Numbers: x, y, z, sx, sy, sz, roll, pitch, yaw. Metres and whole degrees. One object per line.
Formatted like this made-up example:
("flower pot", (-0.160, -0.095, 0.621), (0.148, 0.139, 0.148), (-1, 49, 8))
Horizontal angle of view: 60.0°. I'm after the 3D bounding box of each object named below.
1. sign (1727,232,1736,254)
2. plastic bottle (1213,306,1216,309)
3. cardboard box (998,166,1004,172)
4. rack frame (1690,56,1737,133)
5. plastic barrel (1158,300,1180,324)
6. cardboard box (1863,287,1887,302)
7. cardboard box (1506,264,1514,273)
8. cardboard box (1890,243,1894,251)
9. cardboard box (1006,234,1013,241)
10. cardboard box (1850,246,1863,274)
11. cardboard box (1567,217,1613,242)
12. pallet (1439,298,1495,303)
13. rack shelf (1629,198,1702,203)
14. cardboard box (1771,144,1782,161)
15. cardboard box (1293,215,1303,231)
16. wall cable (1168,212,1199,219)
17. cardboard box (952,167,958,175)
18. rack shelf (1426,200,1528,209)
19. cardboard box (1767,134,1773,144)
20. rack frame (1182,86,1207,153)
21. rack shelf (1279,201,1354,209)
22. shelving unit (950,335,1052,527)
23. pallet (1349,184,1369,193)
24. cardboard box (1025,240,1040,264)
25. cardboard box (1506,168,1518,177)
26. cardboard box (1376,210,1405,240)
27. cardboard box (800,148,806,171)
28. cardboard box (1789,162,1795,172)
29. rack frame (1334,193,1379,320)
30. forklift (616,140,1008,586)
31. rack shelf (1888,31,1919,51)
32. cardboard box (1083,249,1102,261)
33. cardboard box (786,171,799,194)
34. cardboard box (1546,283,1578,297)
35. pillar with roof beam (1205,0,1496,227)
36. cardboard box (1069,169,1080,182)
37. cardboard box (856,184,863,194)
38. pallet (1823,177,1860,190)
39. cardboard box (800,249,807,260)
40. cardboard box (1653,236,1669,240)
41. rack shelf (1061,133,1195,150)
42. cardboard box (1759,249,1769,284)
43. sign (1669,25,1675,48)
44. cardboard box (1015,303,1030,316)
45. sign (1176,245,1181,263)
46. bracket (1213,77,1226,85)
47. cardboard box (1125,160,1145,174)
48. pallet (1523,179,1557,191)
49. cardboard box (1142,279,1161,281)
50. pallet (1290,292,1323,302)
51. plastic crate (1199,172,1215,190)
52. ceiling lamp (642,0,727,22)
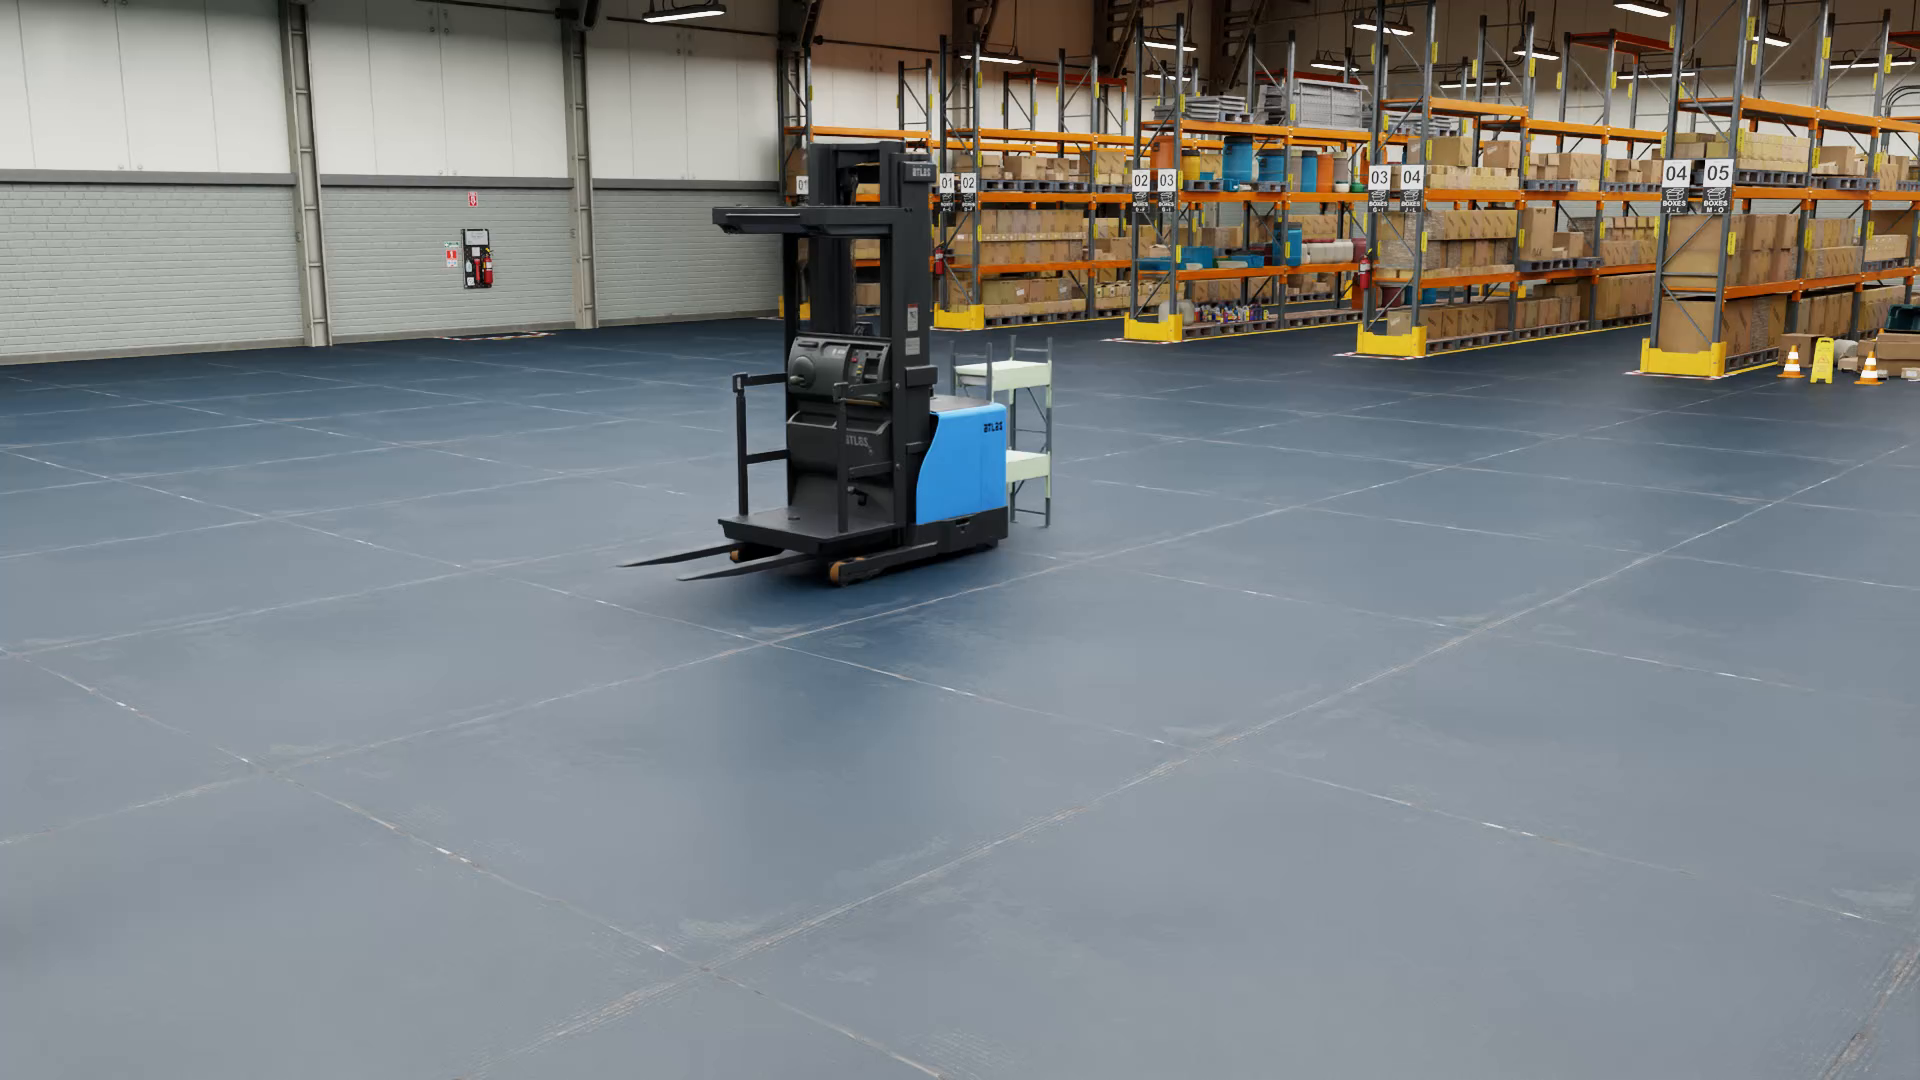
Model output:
("sign", (11.502, -4.424, 24.791), (0.100, 0.325, 0.005), (10, 15, 40))
("plastic bottle", (5.240, -4.690, 34.349), (0.061, 0.283, 0.133), (11, 15, 43))
("cardboard box", (0.920, -7.958, 36.037), (0.500, 0.311, 0.500), (-10, 15, -41))
("rack frame", (17.992, -9.986, 39.731), (1.000, 3.000, 0.127), (10, 15, 40))
("plastic barrel", (4.086, -4.423, 32.476), (0.421, 0.512, 0.421), (0, 11, 0))
("cardboard box", (17.678, -4.774, 32.352), (0.500, 0.250, 0.500), (10, 15, 41))
("cardboard box", (10.149, -5.085, 31.155), (0.380, 0.149, 0.250), (10, 15, 40))
("cardboard box", (18.207, -5.790, 32.850), (0.380, 0.149, 0.250), (9, 14, 37))
("cardboard box", (0.918, -6.481, 35.588), (0.380, 0.149, 0.250), (9, 15, 39))
("cardboard box", (16.274, -5.159, 30.625), (0.500, 0.500, 0.500), (10, 15, 40))
("cardboard box", (13.206, -6.513, 34.846), (0.797, 0.503, 0.637), (10, 15, 42))
("pallet", (12.892, -6.022, 42.321), (1.003, 0.211, 1.213), (10, 15, 40))
("rack shelf", (16.671, -7.868, 38.622), (1.077, 0.370, 4.000), (10, 15, 40))
("cardboard box", (12.599, -6.092, 26.194), (0.500, 0.250, 0.500), (10, 15, 40))
("cardboard box", (8.775, -8.385, 44.225), (0.500, 0.500, 0.500), (9, 15, 39))
("wall cable", (6.964, -9.774, 51.394), (0.084, 1.984, 1.851), (10, 15, 40))
("cardboard box", (0.143, -9.177, 42.013), (0.500, 0.500, 0.500), (9, 14, 38))
("rack shelf", (12.951, -8.508, 41.828), (1.077, 0.370, 4.000), (10, 15, 40))
("cardboard box", (12.388, -6.222, 25.825), (0.380, 0.149, 0.250), (10, 15, 40))
("rack frame", (6.829, -11.907, 49.350), (1.000, 3.000, 0.127), (10, 15, 40))
("rack shelf", (9.233, -9.149, 45.037), (1.077, 0.370, 4.000), (10, 15, 40))
("shelving unit", (0.321, -0.808, 12.927), (0.431, 1.500, 0.755), (10, 15, 40))
("pallet", (9.569, -7.985, 37.857), (1.003, 0.211, 1.213), (10, 15, 40))
("cardboard box", (1.329, -6.315, 36.416), (0.700, 0.500, 0.500), (10, 15, 42))
("cardboard box", (10.073, -6.786, 30.735), (0.380, 0.149, 0.250), (10, 15, 42))
("cardboard box", (7.607, -5.488, 28.961), (0.500, 0.500, 0.500), (10, 15, 40))
("cardboard box", (-3.296, -8.656, 37.875), (0.500, 0.500, 0.500), (8, 14, 36))
("cardboard box", (13.225, -6.017, 26.833), (0.380, 0.149, 0.250), (10, 15, 41))
("rack frame", (8.990, -6.507, 37.632), (1.000, 3.000, 0.127), (10, 15, 40))
("forklift", (-0.985, -1.238, 11.428), (1.130, 2.935, 3.031), (10, 15, 40))
("rack shelf", (20.330, -10.312, 34.718), (1.077, 0.370, 4.000), (10, 15, 40))
("cardboard box", (2.924, -6.564, 38.300), (0.500, 0.250, 0.500), (11, 16, 44))
("cardboard box", (-3.647, -8.235, 38.318), (0.500, 0.500, 0.500), (-11, 16, -43))
("cardboard box", (12.291, -5.122, 34.041), (0.500, 0.250, 0.500), (11, 15, 43))
("pillar with roof beam", (11.196, -11.859, 49.112), (9.100, 9.000, 0.548), (10, 15, 40))
("cardboard box", (2.828, -9.841, 45.288), (0.700, 0.500, 0.500), (10, 15, 40))
("cardboard box", (-2.603, -8.309, 38.688), (0.500, 0.500, 0.500), (11, 16, 43))
("pallet", (15.249, -6.322, 29.531), (1.003, 0.211, 1.213), (11, 16, 43))
("cardboard box", (-3.570, -6.641, 38.634), (0.500, 0.250, 0.500), (10, 15, 41))
("cardboard box", (15.859, -6.933, 37.472), (0.500, 0.500, 0.500), (10, 15, 40))
("rack shelf", (3.952, -9.247, 38.890), (1.077, 0.370, 4.000), (10, 15, 40))
("cardboard box", (12.429, -4.401, 26.703), (0.875, 0.550, 0.500), (10, 15, 40))
("sign", (10.691, -7.545, 24.922), (0.100, 0.325, 0.005), (10, 15, 40))
("cardboard box", (1.170, -5.026, 36.166), (0.500, 0.250, 0.500), (10, 15, 40))
("sign", (4.120, -5.394, 31.352), (0.100, 0.325, 0.005), (10, 15, 40))
("bracket", (7.954, -14.074, 51.011), (0.235, 0.232, 0.430), (10, 15, 40))
("cardboard box", (4.870, -10.465, 46.932), (0.500, 0.500, 0.500), (10, 15, 40))
("pallet", (10.558, -6.734, 31.590), (1.213, 0.211, 1.003), (10, 15, 40))
("cardboard box", (4.706, -6.242, 40.819), (0.500, 0.311, 0.500), (10, 15, 42))
("pallet", (9.172, -6.650, 45.469), (1.003, 0.211, 1.213), (10, 15, 40))
("plastic crate", (4.742, -7.113, 33.046), (0.392, 0.384, 0.575), (10, 15, 40))
("ceiling lamp", (-5.129, -10.889, 29.350), (2.000, 3.185, 0.800), (10, 15, 40))
